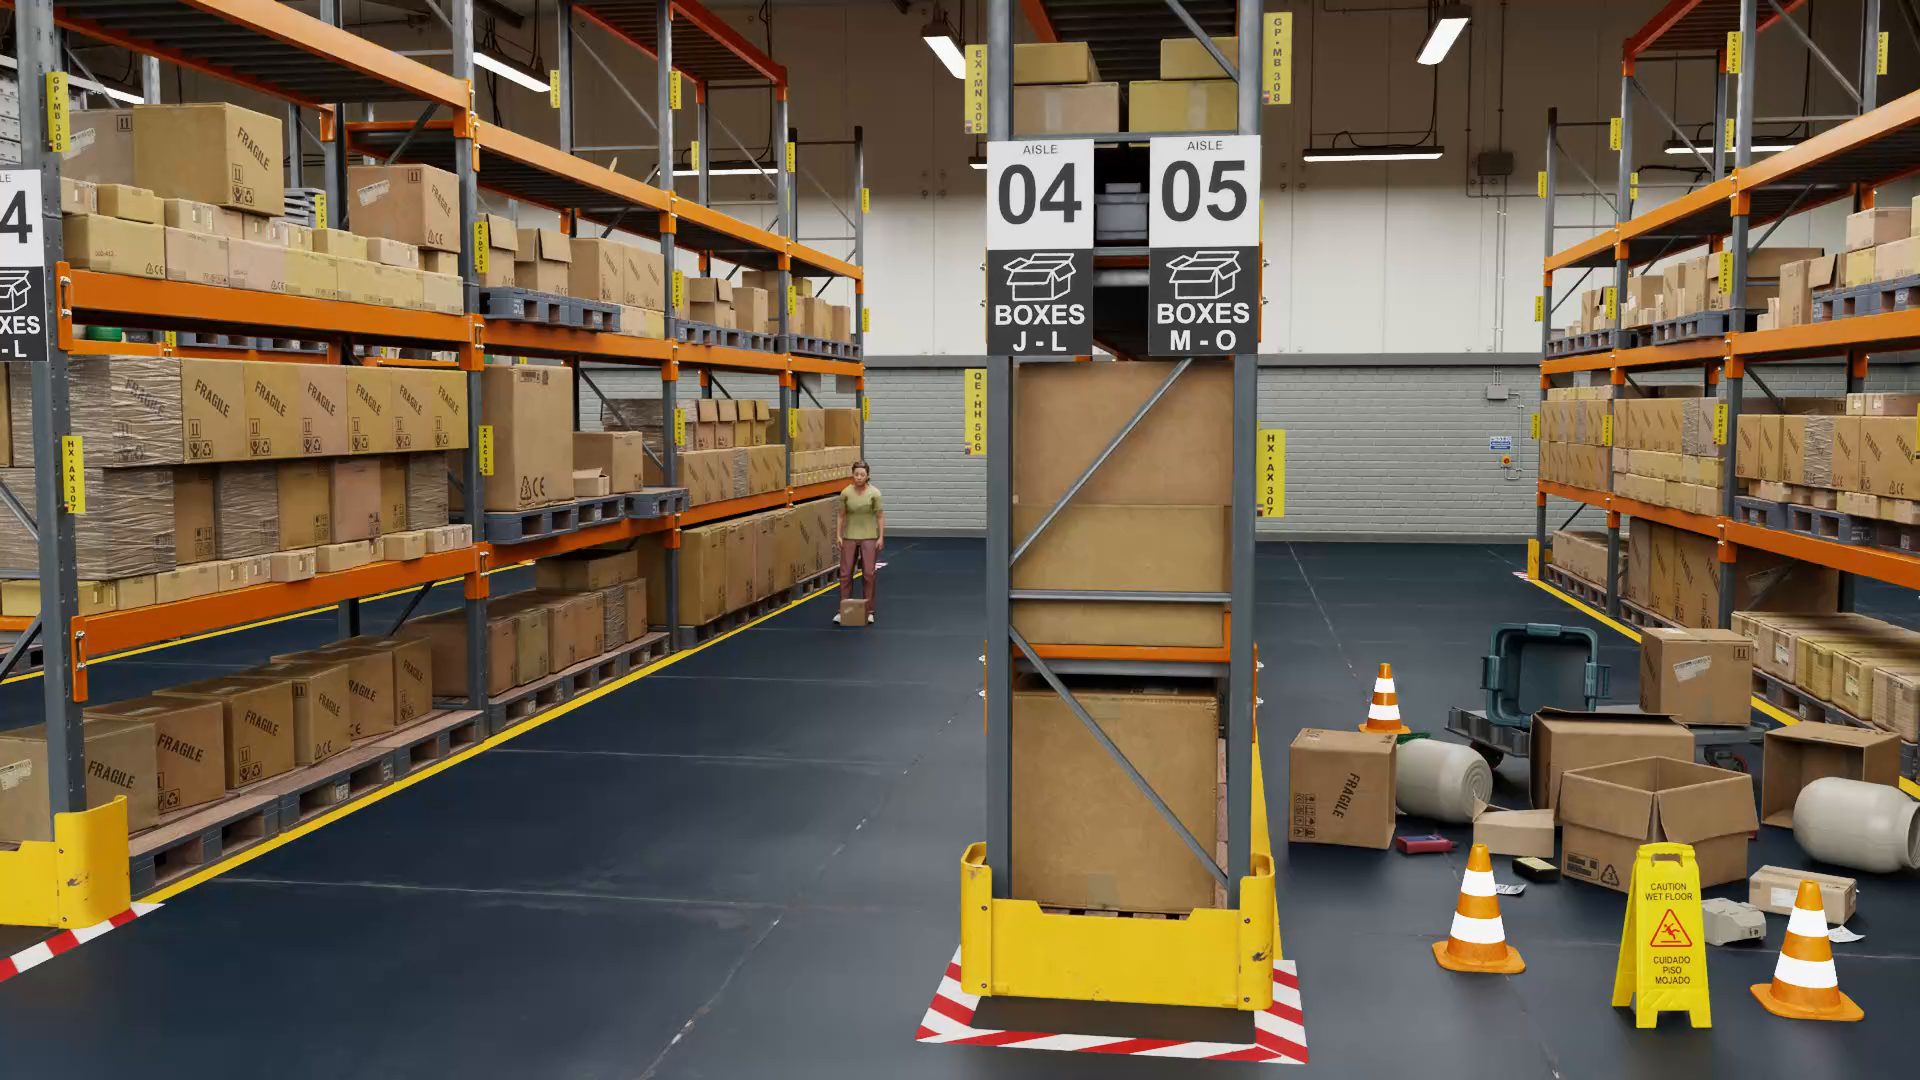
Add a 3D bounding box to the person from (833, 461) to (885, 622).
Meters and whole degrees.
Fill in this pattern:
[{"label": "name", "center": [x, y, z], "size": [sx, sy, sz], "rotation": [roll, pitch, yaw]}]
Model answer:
[{"label": "person", "center": [-1.043, 0.014, 17.200], "size": [0.518, 1.671, 0.362], "rotation": [0, 5, 5]}]
